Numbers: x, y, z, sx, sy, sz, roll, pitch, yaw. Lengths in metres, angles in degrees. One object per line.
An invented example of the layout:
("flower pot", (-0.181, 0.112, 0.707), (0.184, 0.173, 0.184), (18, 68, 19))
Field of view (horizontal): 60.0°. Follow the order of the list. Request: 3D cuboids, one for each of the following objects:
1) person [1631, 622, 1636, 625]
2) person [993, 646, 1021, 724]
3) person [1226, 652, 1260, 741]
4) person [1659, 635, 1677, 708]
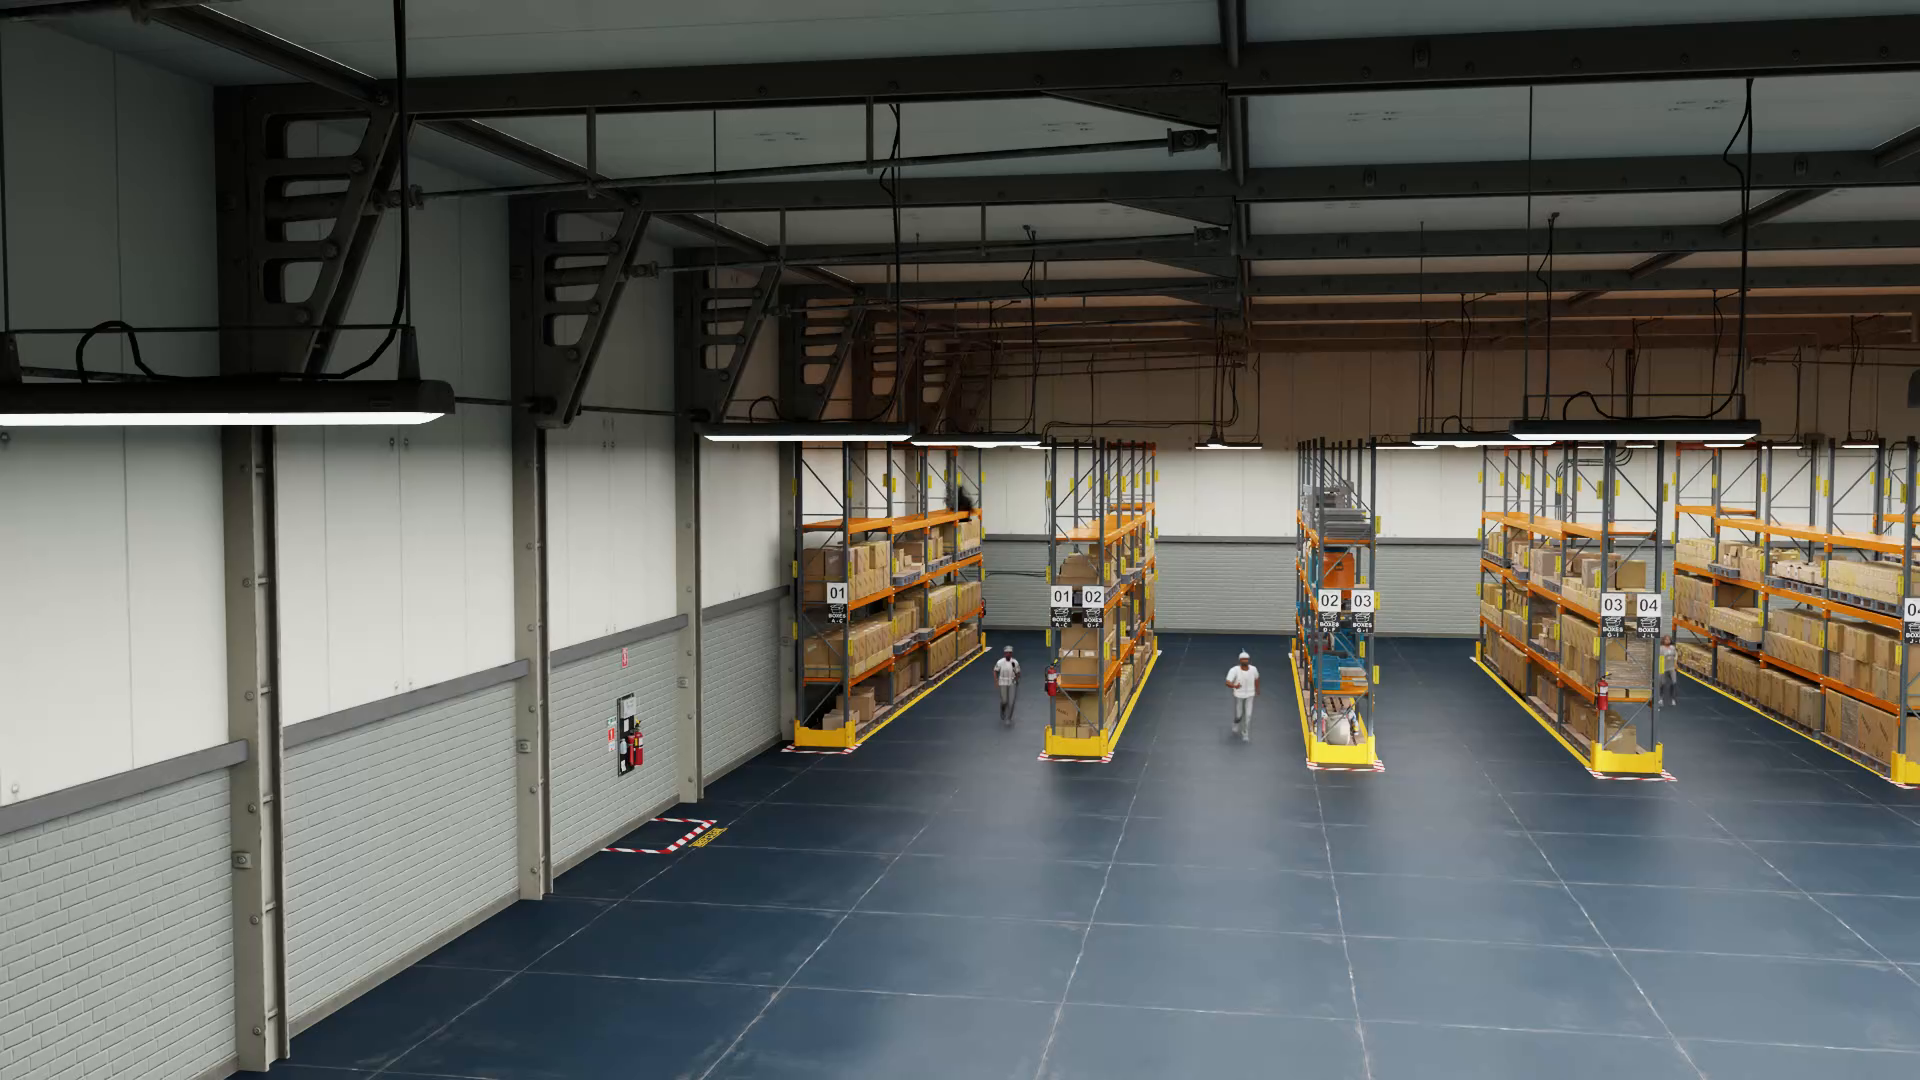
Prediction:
("person", (17.804, 2.542, 44.550), (0.603, 1.568, 0.987), (2, 4, 32))
("person", (0.999, 3.049, 34.868), (0.574, 1.660, 0.548), (0, 3, -3))
("person", (5.633, 3.095, 33.067), (0.709, 1.740, 0.804), (0, 3, -4))
("person", (15.894, 2.952, 37.360), (0.526, 1.648, 0.684), (0, 3, 6))
